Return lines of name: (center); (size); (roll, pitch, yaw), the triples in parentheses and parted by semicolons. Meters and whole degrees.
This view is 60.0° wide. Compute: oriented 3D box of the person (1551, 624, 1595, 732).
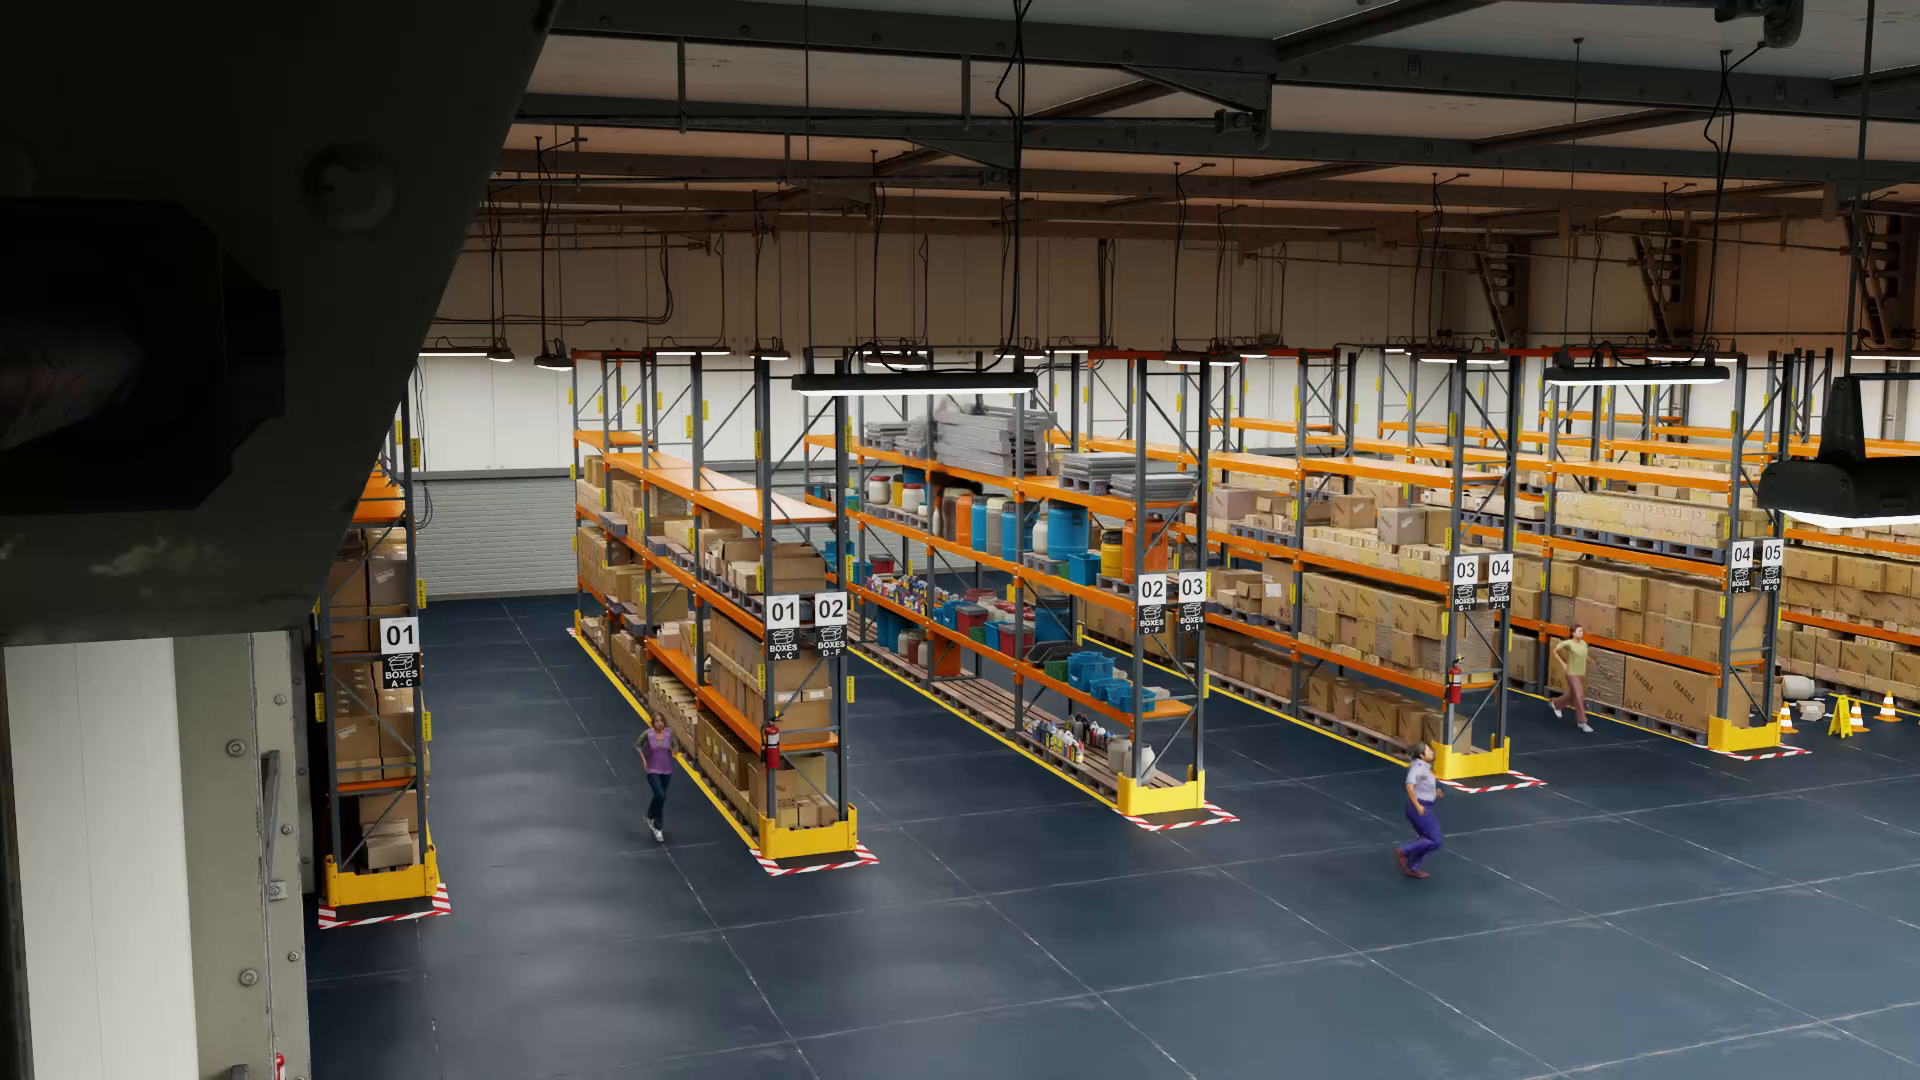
person: (9.880, 2.175, 26.762); (0.577, 1.681, 0.956); (-3, 8, -25)

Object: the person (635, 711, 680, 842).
person: (-3.780, 2.957, 20.937); (0.507, 1.648, 0.710); (-4, 8, -31)

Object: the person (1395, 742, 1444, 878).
person: (5.351, 3.146, 19.344); (0.559, 1.612, 0.634); (1, 7, 11)
